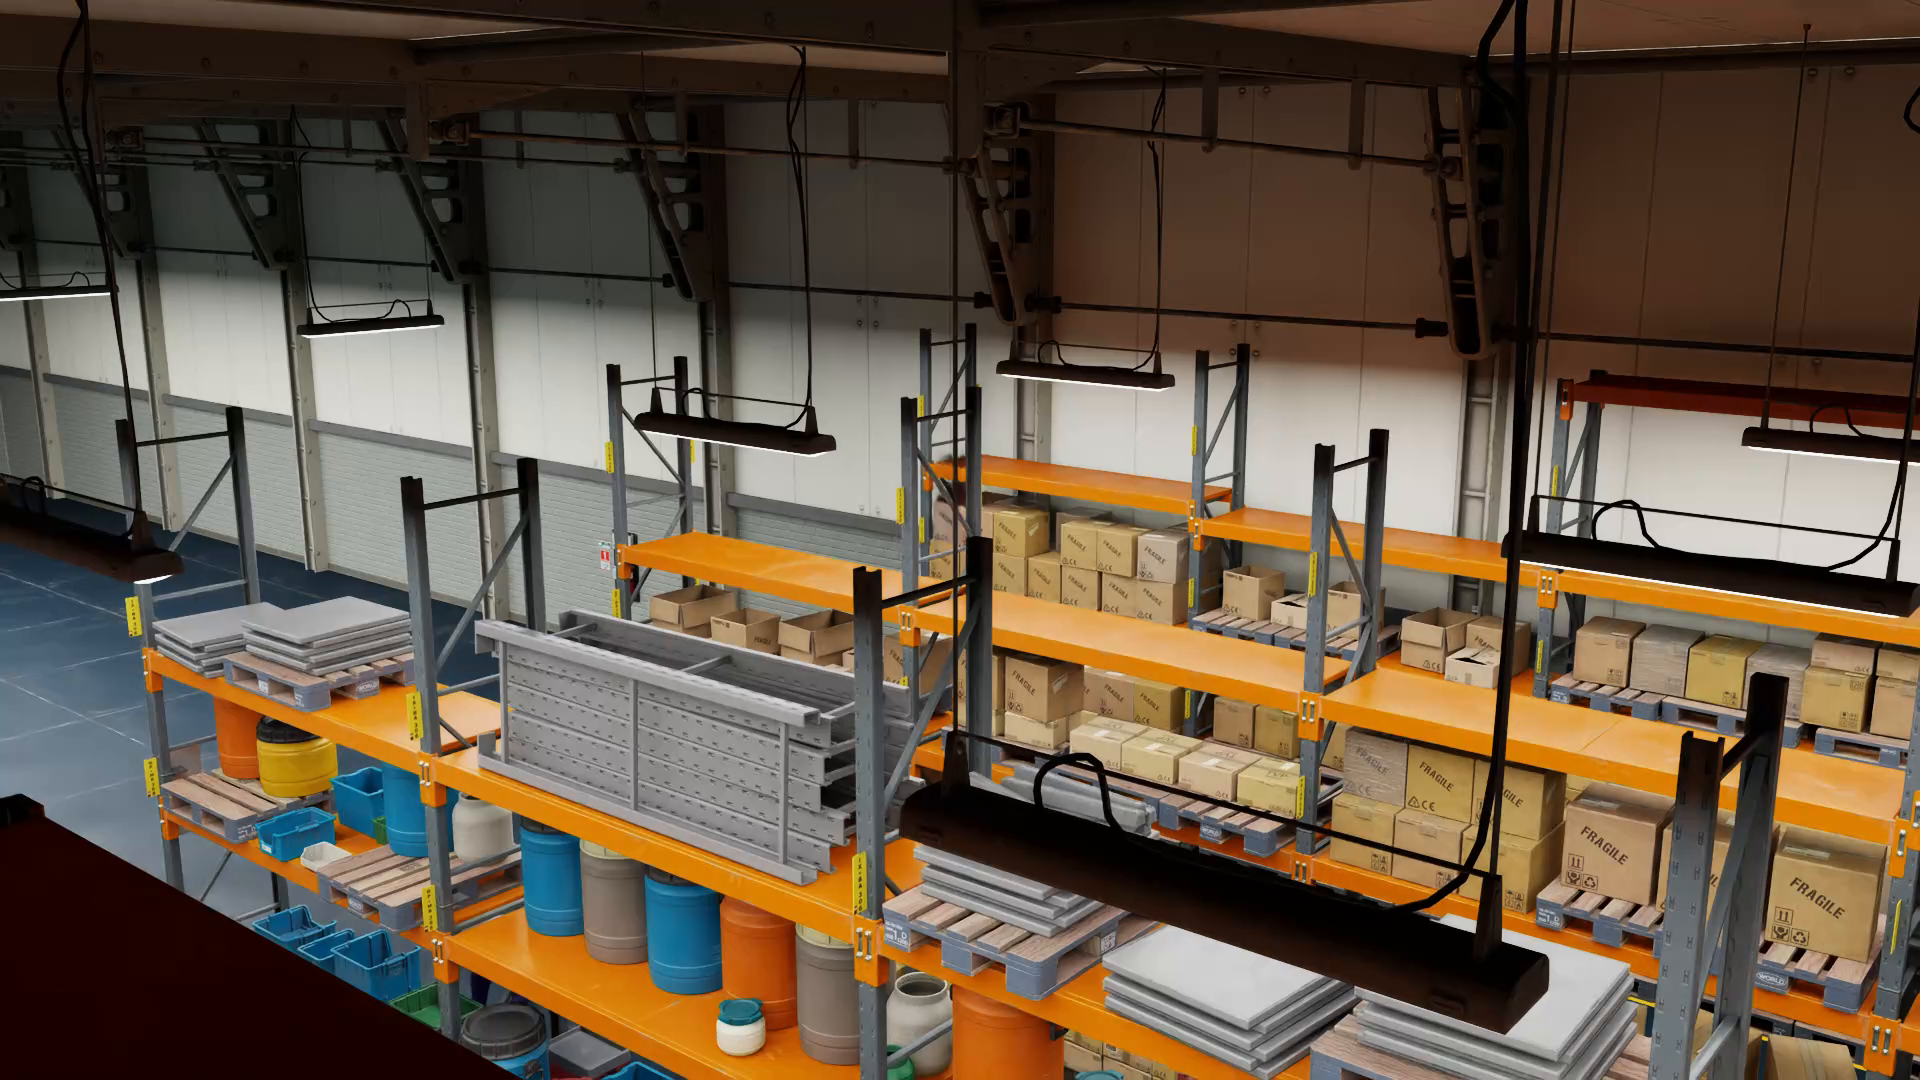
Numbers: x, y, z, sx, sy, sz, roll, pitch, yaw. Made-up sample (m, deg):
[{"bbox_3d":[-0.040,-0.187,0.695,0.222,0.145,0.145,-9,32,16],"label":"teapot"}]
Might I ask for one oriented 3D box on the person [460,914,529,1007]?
[{"bbox_3d":[-4.309,3.929,15.261,0.646,1.658,0.359,2,13,8],"label":"person"}]
